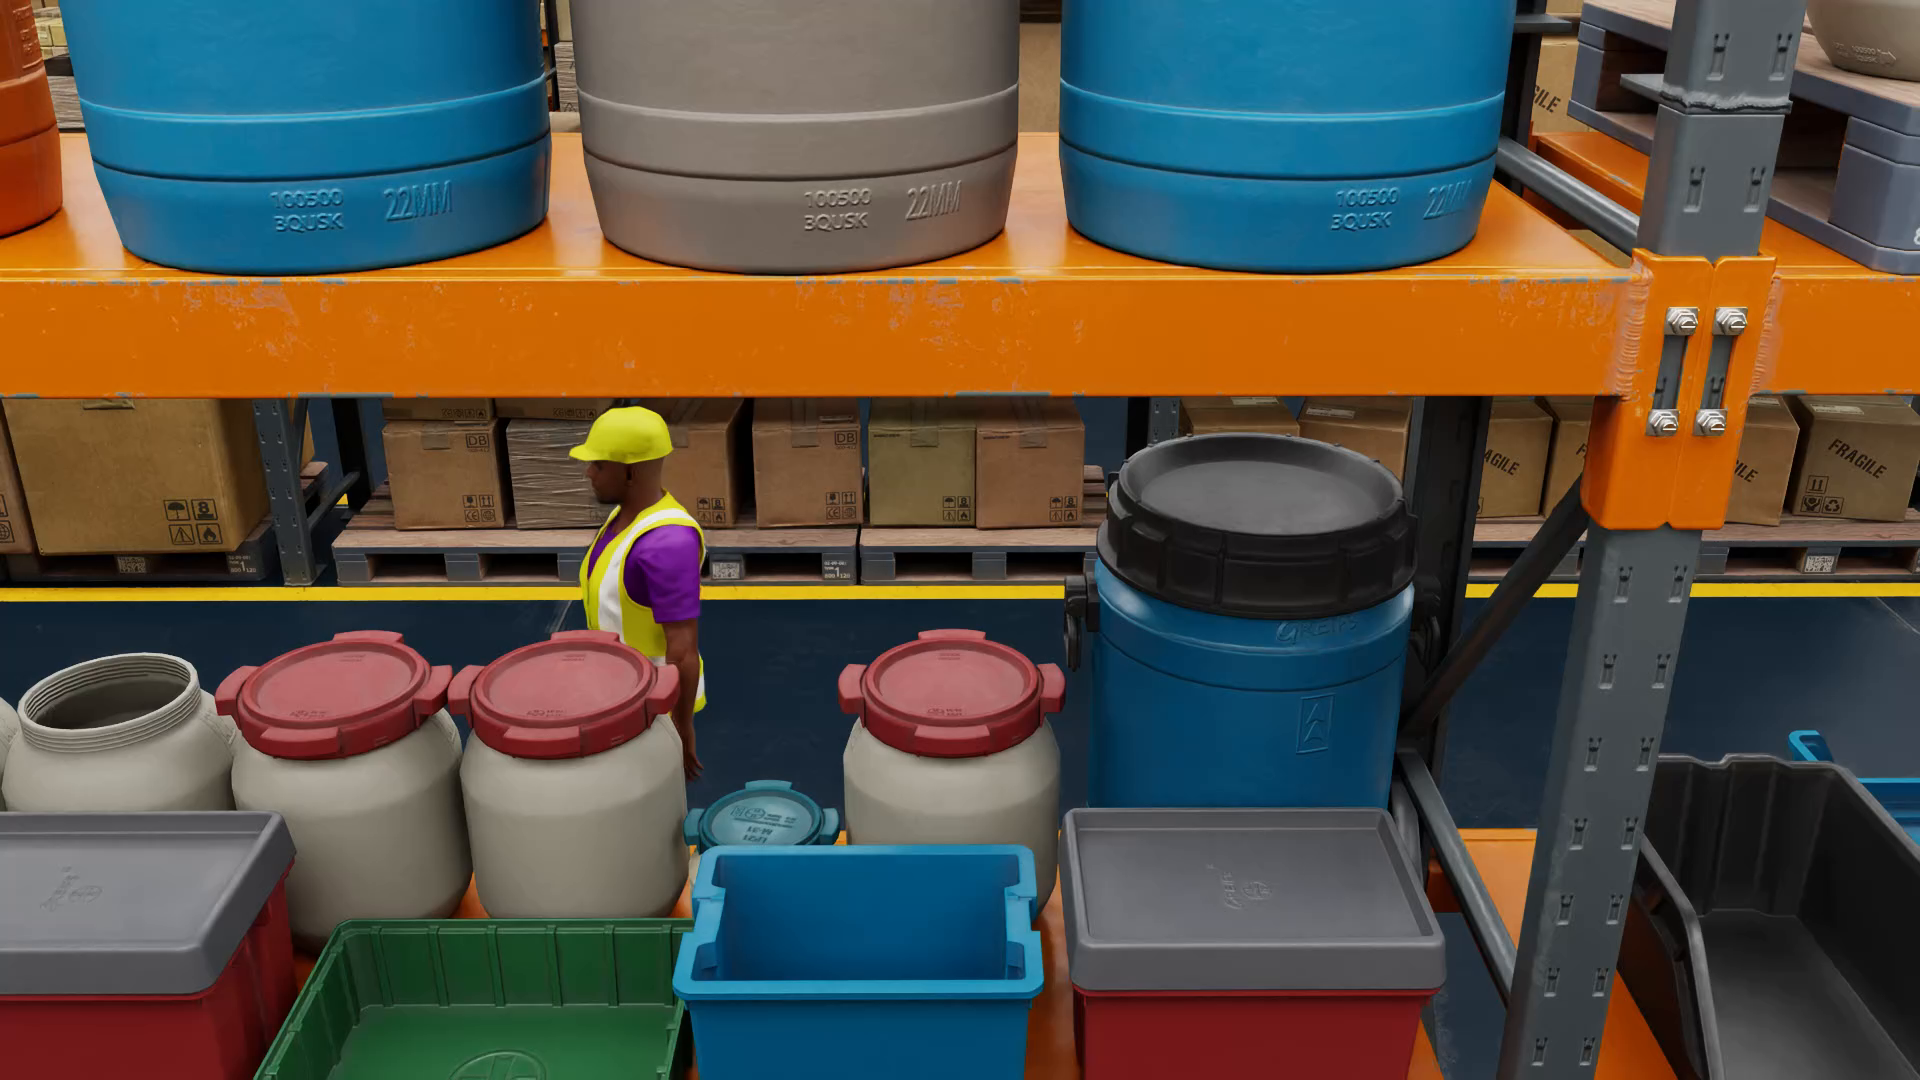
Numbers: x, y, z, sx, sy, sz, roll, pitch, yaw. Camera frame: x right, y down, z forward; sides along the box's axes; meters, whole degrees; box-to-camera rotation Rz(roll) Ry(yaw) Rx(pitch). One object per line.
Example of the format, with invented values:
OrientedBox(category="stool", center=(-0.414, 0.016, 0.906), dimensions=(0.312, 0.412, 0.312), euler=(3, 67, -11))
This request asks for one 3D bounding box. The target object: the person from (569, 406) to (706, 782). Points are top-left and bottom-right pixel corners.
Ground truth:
OrientedBox(category="person", center=(-1.031, 0.487, 4.958), dimensions=(0.618, 1.759, 0.663), euler=(-8, 25, -18))
